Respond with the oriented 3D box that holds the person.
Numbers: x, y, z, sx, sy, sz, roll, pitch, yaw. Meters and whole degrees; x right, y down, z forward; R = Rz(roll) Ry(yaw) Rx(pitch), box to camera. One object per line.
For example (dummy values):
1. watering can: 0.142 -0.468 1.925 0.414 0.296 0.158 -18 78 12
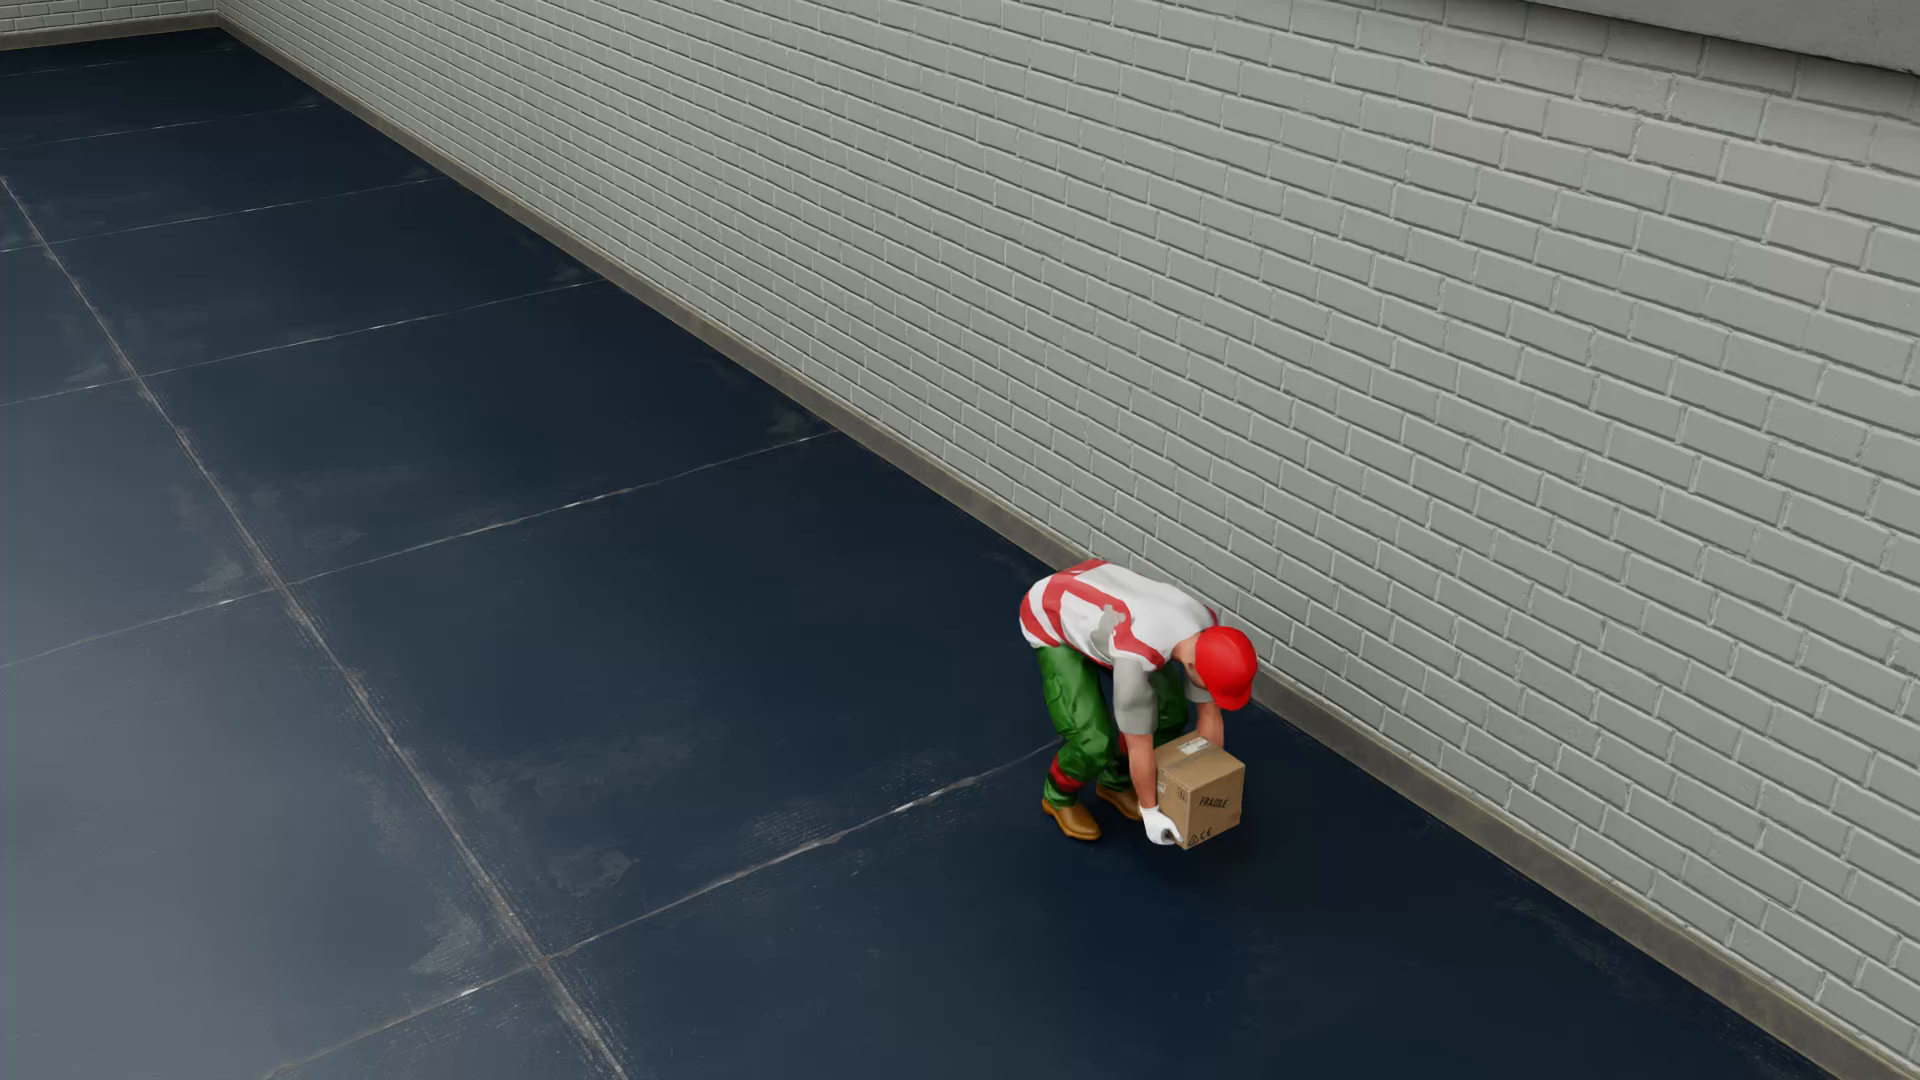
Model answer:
1. person: 0.608 0.609 5.772 0.523 1.025 0.958 -20 34 -33
